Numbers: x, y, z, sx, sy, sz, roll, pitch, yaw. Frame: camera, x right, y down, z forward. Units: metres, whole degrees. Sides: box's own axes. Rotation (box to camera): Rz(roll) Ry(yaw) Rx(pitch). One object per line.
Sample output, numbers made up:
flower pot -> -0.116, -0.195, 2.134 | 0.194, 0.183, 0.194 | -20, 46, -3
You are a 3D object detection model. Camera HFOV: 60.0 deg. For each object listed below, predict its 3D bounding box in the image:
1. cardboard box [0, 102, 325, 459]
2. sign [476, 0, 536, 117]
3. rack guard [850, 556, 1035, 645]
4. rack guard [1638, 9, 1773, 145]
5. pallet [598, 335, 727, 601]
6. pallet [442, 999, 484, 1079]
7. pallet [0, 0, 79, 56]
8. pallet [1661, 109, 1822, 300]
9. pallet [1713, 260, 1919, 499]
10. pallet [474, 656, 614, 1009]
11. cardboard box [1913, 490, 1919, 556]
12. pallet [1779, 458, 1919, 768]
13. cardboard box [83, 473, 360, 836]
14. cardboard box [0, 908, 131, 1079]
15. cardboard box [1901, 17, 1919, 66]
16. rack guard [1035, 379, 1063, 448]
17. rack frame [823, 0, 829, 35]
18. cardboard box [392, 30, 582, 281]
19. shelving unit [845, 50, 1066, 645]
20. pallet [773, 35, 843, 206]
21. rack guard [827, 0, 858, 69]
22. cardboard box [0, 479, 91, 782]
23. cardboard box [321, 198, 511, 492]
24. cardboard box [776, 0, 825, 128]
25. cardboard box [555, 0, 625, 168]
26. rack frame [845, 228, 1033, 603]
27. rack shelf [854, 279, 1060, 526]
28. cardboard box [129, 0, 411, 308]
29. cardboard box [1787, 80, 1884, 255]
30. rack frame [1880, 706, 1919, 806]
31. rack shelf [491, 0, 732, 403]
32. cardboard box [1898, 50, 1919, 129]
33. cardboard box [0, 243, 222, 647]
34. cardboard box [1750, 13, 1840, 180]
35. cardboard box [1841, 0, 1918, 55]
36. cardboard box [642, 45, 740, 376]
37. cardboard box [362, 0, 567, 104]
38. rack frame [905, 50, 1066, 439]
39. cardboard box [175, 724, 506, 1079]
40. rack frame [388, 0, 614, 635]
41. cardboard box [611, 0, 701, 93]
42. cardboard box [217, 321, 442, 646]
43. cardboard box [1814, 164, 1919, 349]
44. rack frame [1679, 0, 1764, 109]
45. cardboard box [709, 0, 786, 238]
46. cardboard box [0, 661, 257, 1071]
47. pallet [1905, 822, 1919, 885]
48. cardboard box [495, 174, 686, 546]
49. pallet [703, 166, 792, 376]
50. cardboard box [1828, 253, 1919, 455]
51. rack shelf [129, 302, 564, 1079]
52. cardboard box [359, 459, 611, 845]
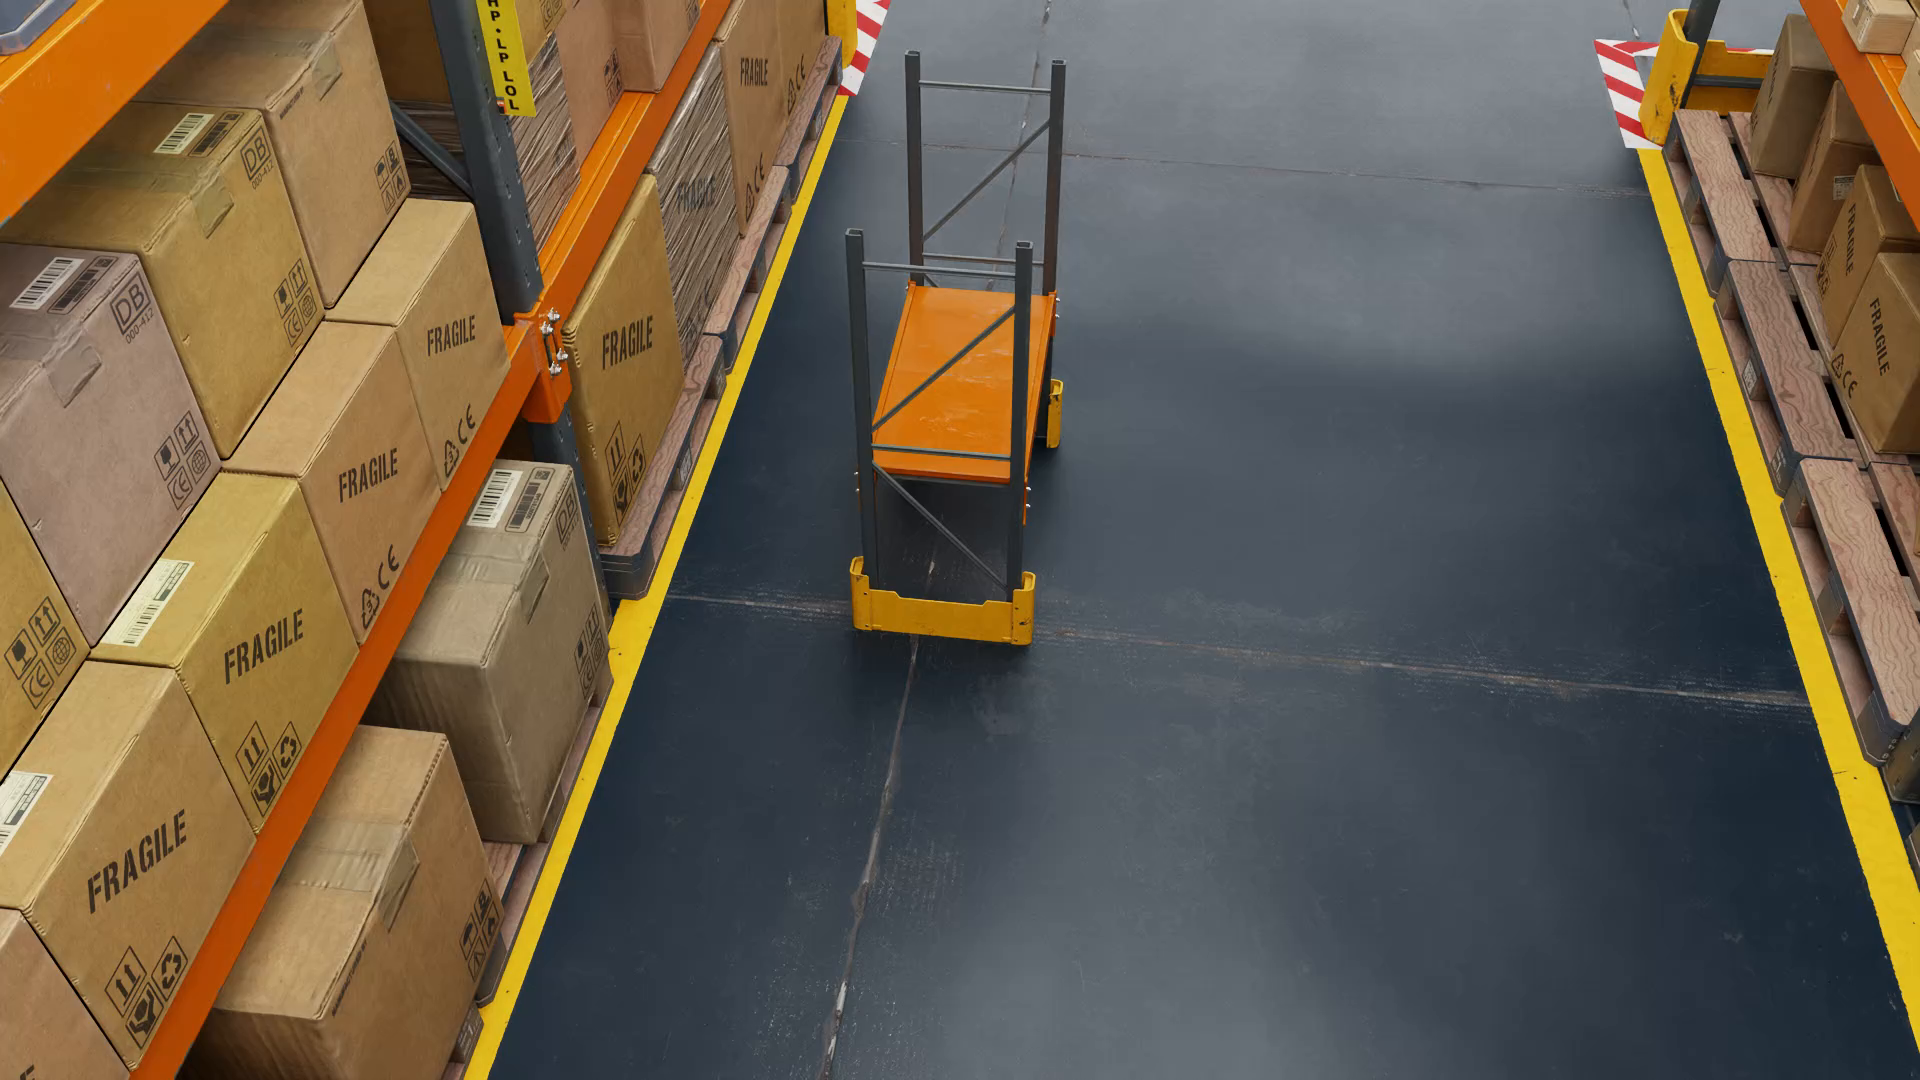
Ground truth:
cardboard box -> -1.768, -0.536, 3.335 | 0.700, 0.500, 0.500 | 5, 44, 5
sign -> -1.103, -1.175, 4.025 | 0.100, 0.325, 0.005 | 5, 44, 6
rack guard -> -0.056, 0.197, 5.360 | 0.587, 0.250, 0.087 | 5, 44, 6
rack guard -> 3.780, -2.073, 7.576 | 1.175, 0.500, 0.348 | 5, 44, 6
pallet -> -1.464, -0.325, 5.940 | 1.003, 0.211, 1.213 | 5, 44, 6
pallet -> -1.828, 1.553, 3.957 | 1.003, 0.211, 1.213 | 5, 44, 6
pallet -> -1.714, -1.217, 2.811 | 0.805, 0.209, 1.217 | 4, 44, 4
pallet -> 3.638, -1.418, 7.094 | 1.003, 0.211, 1.213 | 5, 44, 6
pallet -> 3.474, -0.589, 6.218 | 1.003, 0.211, 1.213 | 5, 44, 6
pallet -> -1.669, 0.719, 4.837 | 1.003, 0.211, 1.213 | 5, 44, 6
cardboard box -> 3.422, -0.211, 5.304 | 0.500, 0.500, 0.500 | 19, 46, 19
pallet -> 3.315, 0.245, 5.338 | 1.003, 0.211, 1.213 | 5, 44, 6
cardboard box -> -1.579, 0.206, 3.278 | 0.500, 0.500, 0.500 | 6, 44, 6
cardboard box -> -1.712, 0.892, 2.554 | 0.500, 0.500, 0.500 | 5, 44, 5
cardboard box -> 3.320, -1.573, 5.412 | 0.380, 0.149, 0.250 | 5, 44, 6
rack guard -> 0.076, -0.482, 6.077 | 0.587, 0.250, 0.087 | 5, 44, 6
rack frame -> -1.113, -3.552, 7.320 | 1.000, 3.000, 0.127 | 5, 44, 6
cardboard box -> -1.605, -1.133, 4.656 | 0.875, 0.550, 0.550 | 5, 44, 6
shelving unit -> 0.010, -0.597, 5.289 | 0.587, 1.500, 1.083 | 5, 44, 6
pallet -> -1.141, -1.988, 7.696 | 1.003, 0.211, 1.213 | 5, 44, 6
rack guard -> -1.110, -2.661, 8.197 | 1.175, 0.500, 0.348 | 5, 44, 6
cardboard box -> -1.903, 0.152, 2.608 | 0.700, 0.500, 0.500 | 5, 44, 5
cardboard box -> -1.446, -0.483, 4.005 | 0.500, 0.500, 0.500 | 5, 44, 5
cardboard box -> -1.137, -2.465, 7.412 | 0.875, 0.875, 0.875 | 5, 44, 6
cardboard box -> -1.555, -1.510, 5.054 | 0.875, 0.550, 0.550 | 5, 44, 6
rack frame -> -0.056, -0.256, 4.930 | 0.500, 1.500, 0.032 | 5, 44, 6
rack shelf -> 0.011, -0.472, 5.419 | 0.538, 0.185, 1.000 | 5, 44, 6
cardboard box -> -1.702, -0.887, 3.705 | 0.700, 0.500, 0.500 | 5, 44, 5
cardboard box -> 3.646, -1.443, 6.605 | 0.500, 0.500, 0.500 | 16, 46, 16
rack frame -> 3.261, -0.307, 3.892 | 1.000, 3.000, 0.127 | 5, 44, 6
rack shelf -> -1.377, -1.928, 6.128 | 1.077, 0.370, 4.000 | 5, 44, 6
cardboard box -> 3.211, -1.410, 5.240 | 0.380, 0.149, 0.250 | 5, 44, 6
cardboard box -> -1.835, -0.192, 2.971 | 0.700, 0.500, 0.500 | 6, 44, 6
cardboard box -> 3.691, -1.853, 7.038 | 0.500, 0.500, 0.500 | 13, 45, 13
cardboard box -> 3.222, -1.755, 5.605 | 0.380, 0.149, 0.250 | 5, 44, 6
cardboard box -> -1.374, -1.244, 6.122 | 0.875, 0.875, 0.875 | 6, 44, 6
cardboard box -> -1.559, -1.521, 4.280 | 0.875, 0.550, 0.550 | 5, 44, 6
rack frame -> 0.078, -0.949, 5.662 | 0.500, 1.500, 0.032 | 5, 44, 6
cardboard box -> -1.766, 0.926, 3.921 | 1.050, 0.750, 0.750 | 5, 44, 6
rack frame -> -1.642, -0.826, 4.441 | 1.000, 3.000, 0.127 | 5, 44, 6
cardboard box -> -1.366, -1.868, 5.432 | 0.875, 0.550, 0.550 | 5, 44, 6
cardboard box -> -1.513, -0.138, 3.642 | 0.500, 0.500, 0.500 | 5, 44, 5
cardboard box -> 3.544, -1.018, 6.156 | 0.500, 0.500, 0.500 | 9, 44, 9
rack frame -> 3.790, -3.033, 6.771 | 1.000, 3.000, 0.127 | 5, 44, 6
cardboard box -> -1.251, -1.865, 6.778 | 0.875, 0.875, 0.875 | 5, 44, 5
cardboard box -> -1.644, 0.552, 2.912 | 0.500, 0.500, 0.500 | 5, 44, 5
pallet -> 3.160, 1.237, 4.290 | 1.003, 0.211, 1.213 | 5, 44, 6
cardboard box -> -1.489, -0.630, 5.473 | 0.875, 0.875, 0.875 | 6, 44, 6
pallet -> -1.305, -1.159, 6.820 | 1.003, 0.211, 1.213 | 5, 44, 6
cardboard box -> 3.426, -0.642, 5.759 | 0.500, 0.500, 0.500 | 2, 43, 2
rack shelf -> -1.906, 0.798, 3.249 | 1.077, 0.370, 4.000 | 5, 44, 6
cardboard box -> -1.635, 0.269, 4.615 | 1.050, 0.750, 0.750 | 5, 44, 5
